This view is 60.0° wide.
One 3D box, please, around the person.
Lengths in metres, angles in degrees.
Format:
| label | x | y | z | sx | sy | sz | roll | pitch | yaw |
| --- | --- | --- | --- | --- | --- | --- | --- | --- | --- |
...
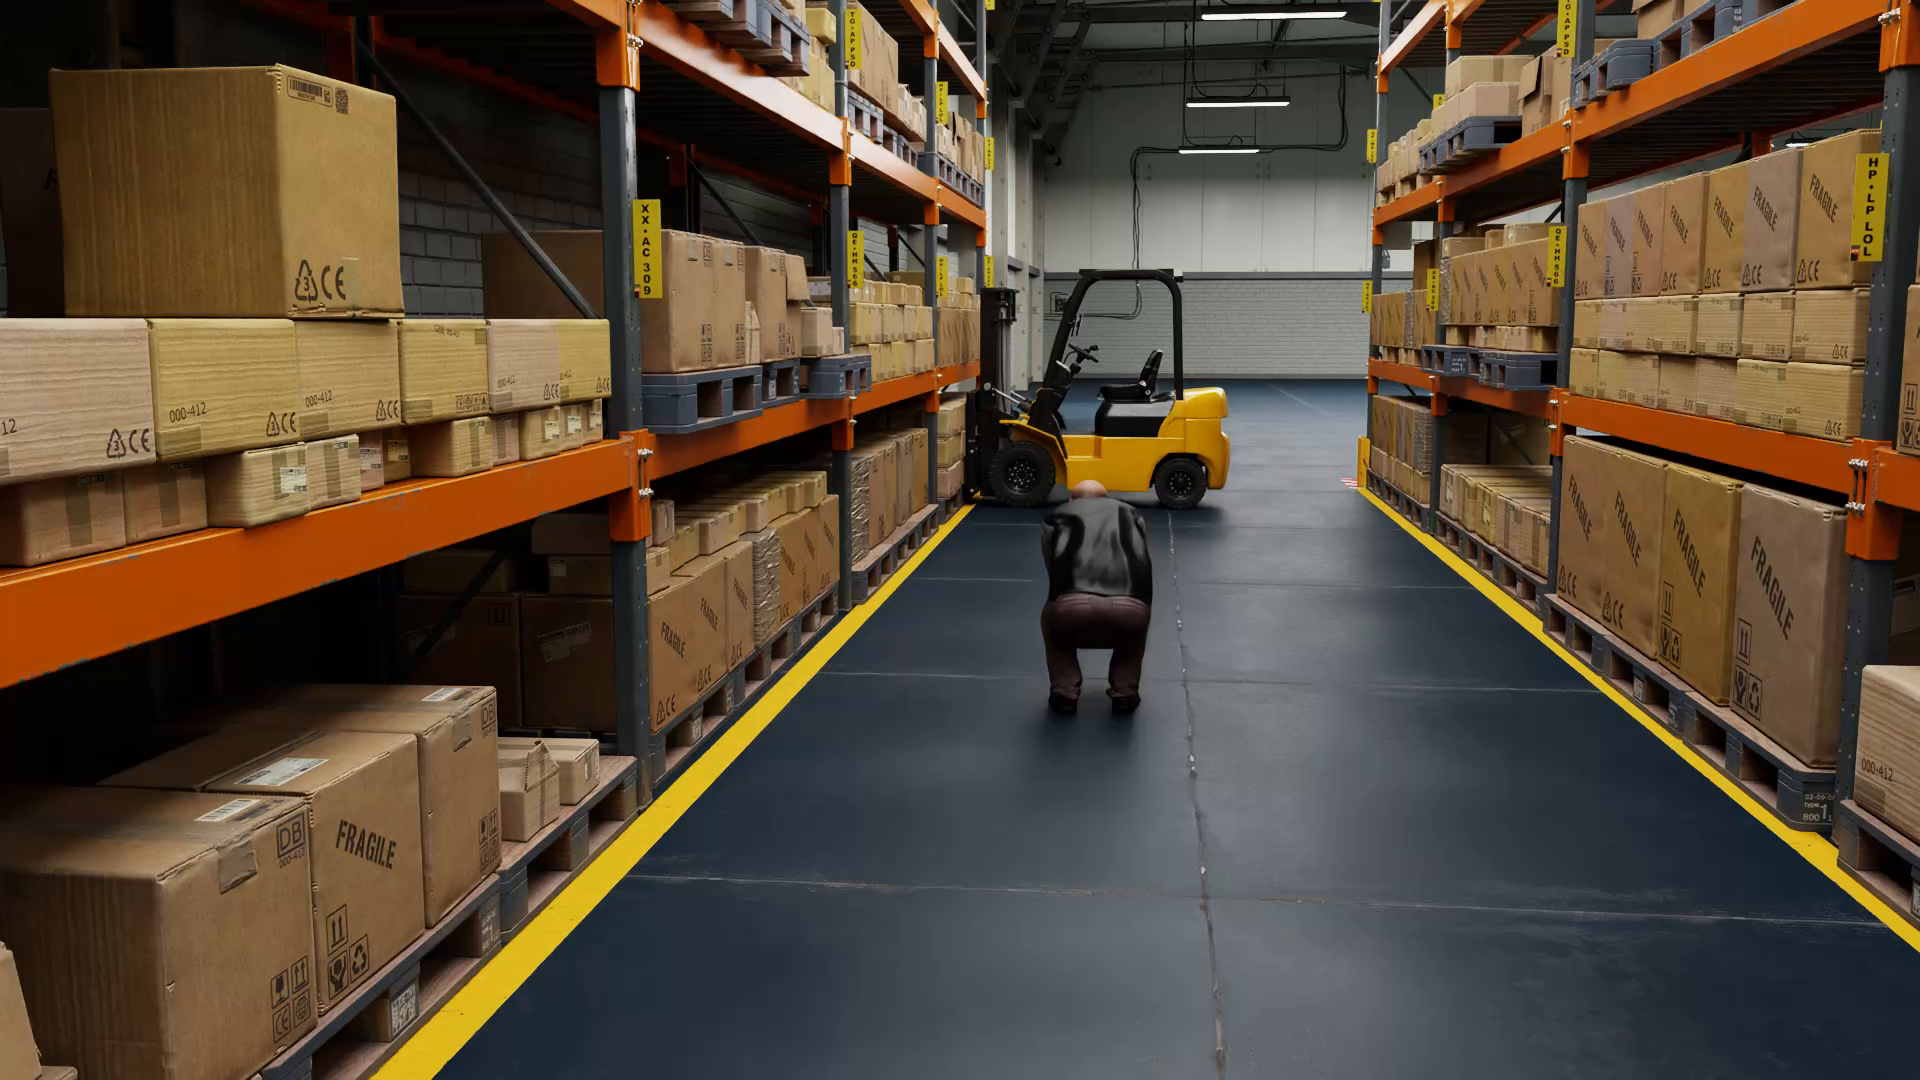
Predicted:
| label | x | y | z | sx | sy | sz | roll | pitch | yaw |
| --- | --- | --- | --- | --- | --- | --- | --- | --- | --- |
| person | 0.603 | 0.250 | 7.397 | 0.501 | 0.972 | 0.868 | 1 | 8 | 5 |
